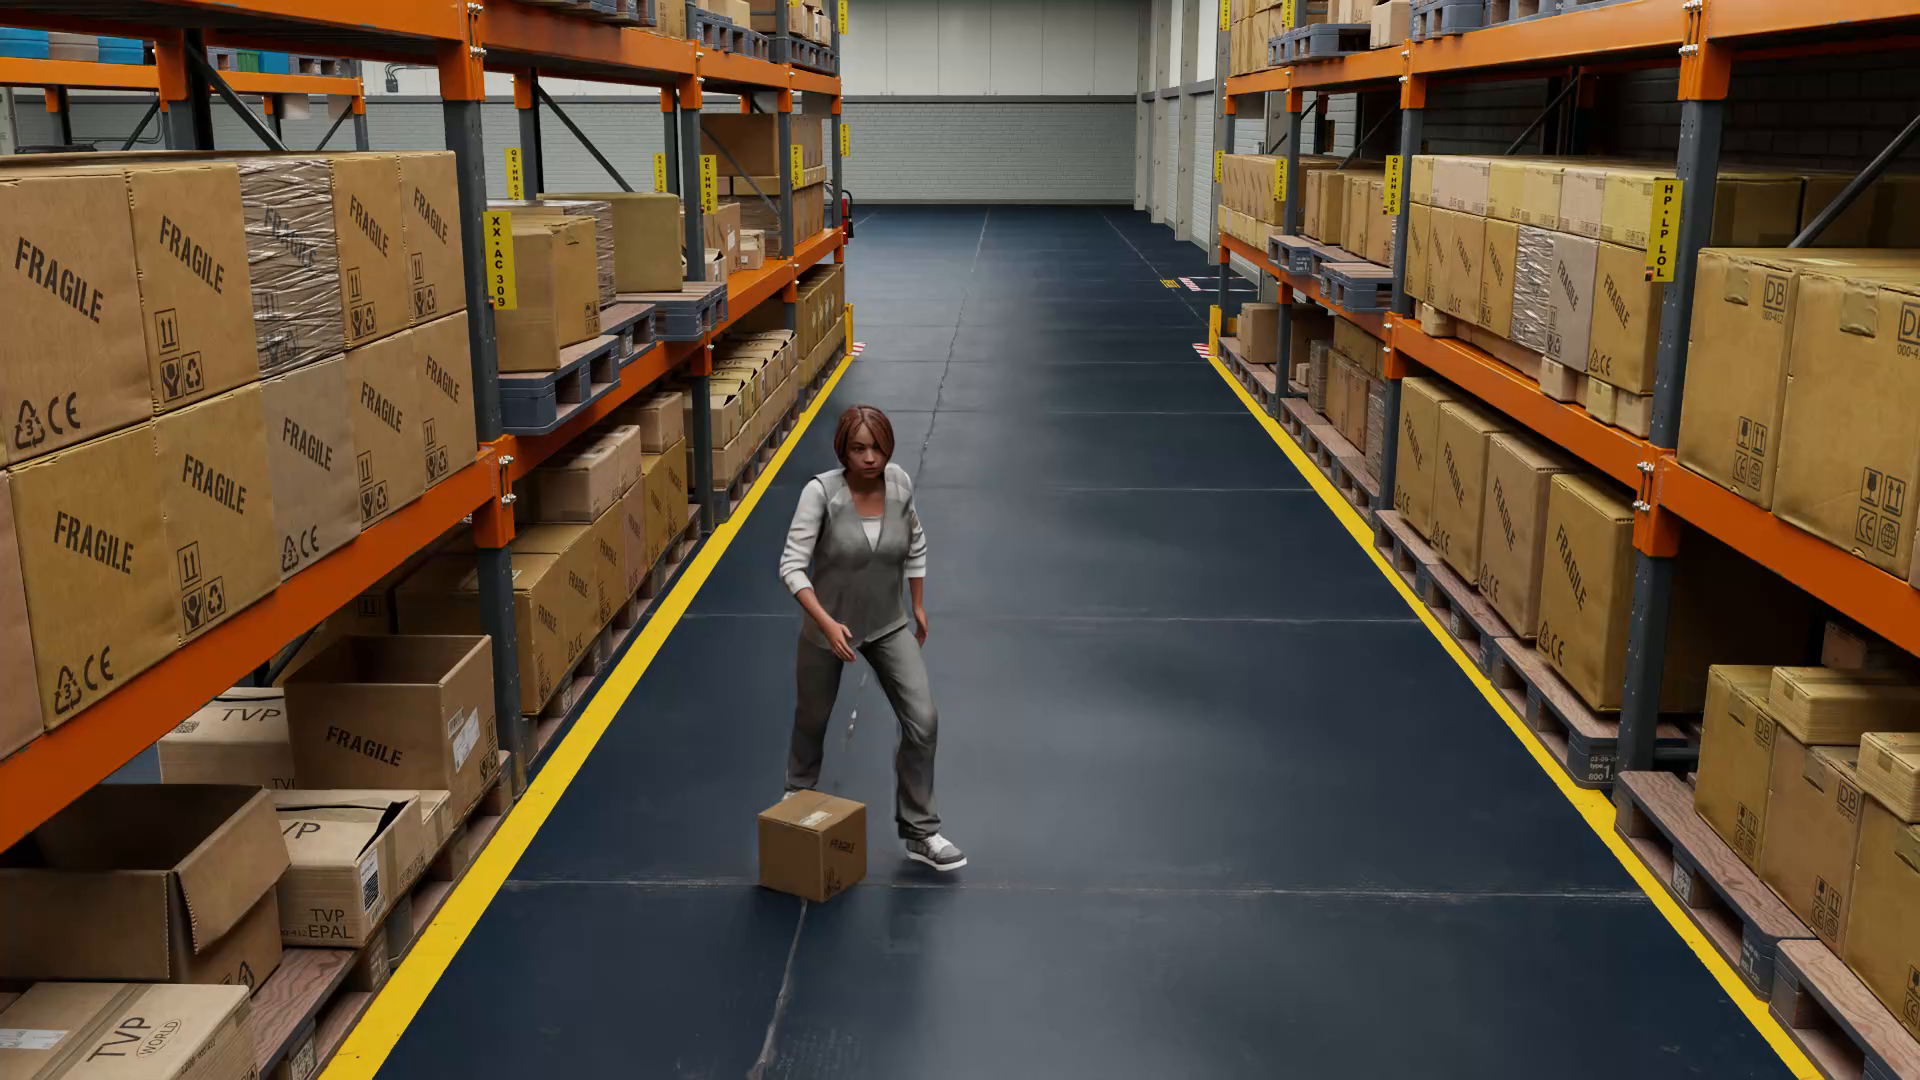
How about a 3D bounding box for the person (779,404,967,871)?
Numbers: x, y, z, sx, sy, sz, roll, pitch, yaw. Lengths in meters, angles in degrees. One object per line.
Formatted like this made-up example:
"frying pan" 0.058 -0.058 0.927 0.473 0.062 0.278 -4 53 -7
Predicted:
"person" -0.339 0.289 5.443 0.550 1.520 0.783 -4 15 -17
